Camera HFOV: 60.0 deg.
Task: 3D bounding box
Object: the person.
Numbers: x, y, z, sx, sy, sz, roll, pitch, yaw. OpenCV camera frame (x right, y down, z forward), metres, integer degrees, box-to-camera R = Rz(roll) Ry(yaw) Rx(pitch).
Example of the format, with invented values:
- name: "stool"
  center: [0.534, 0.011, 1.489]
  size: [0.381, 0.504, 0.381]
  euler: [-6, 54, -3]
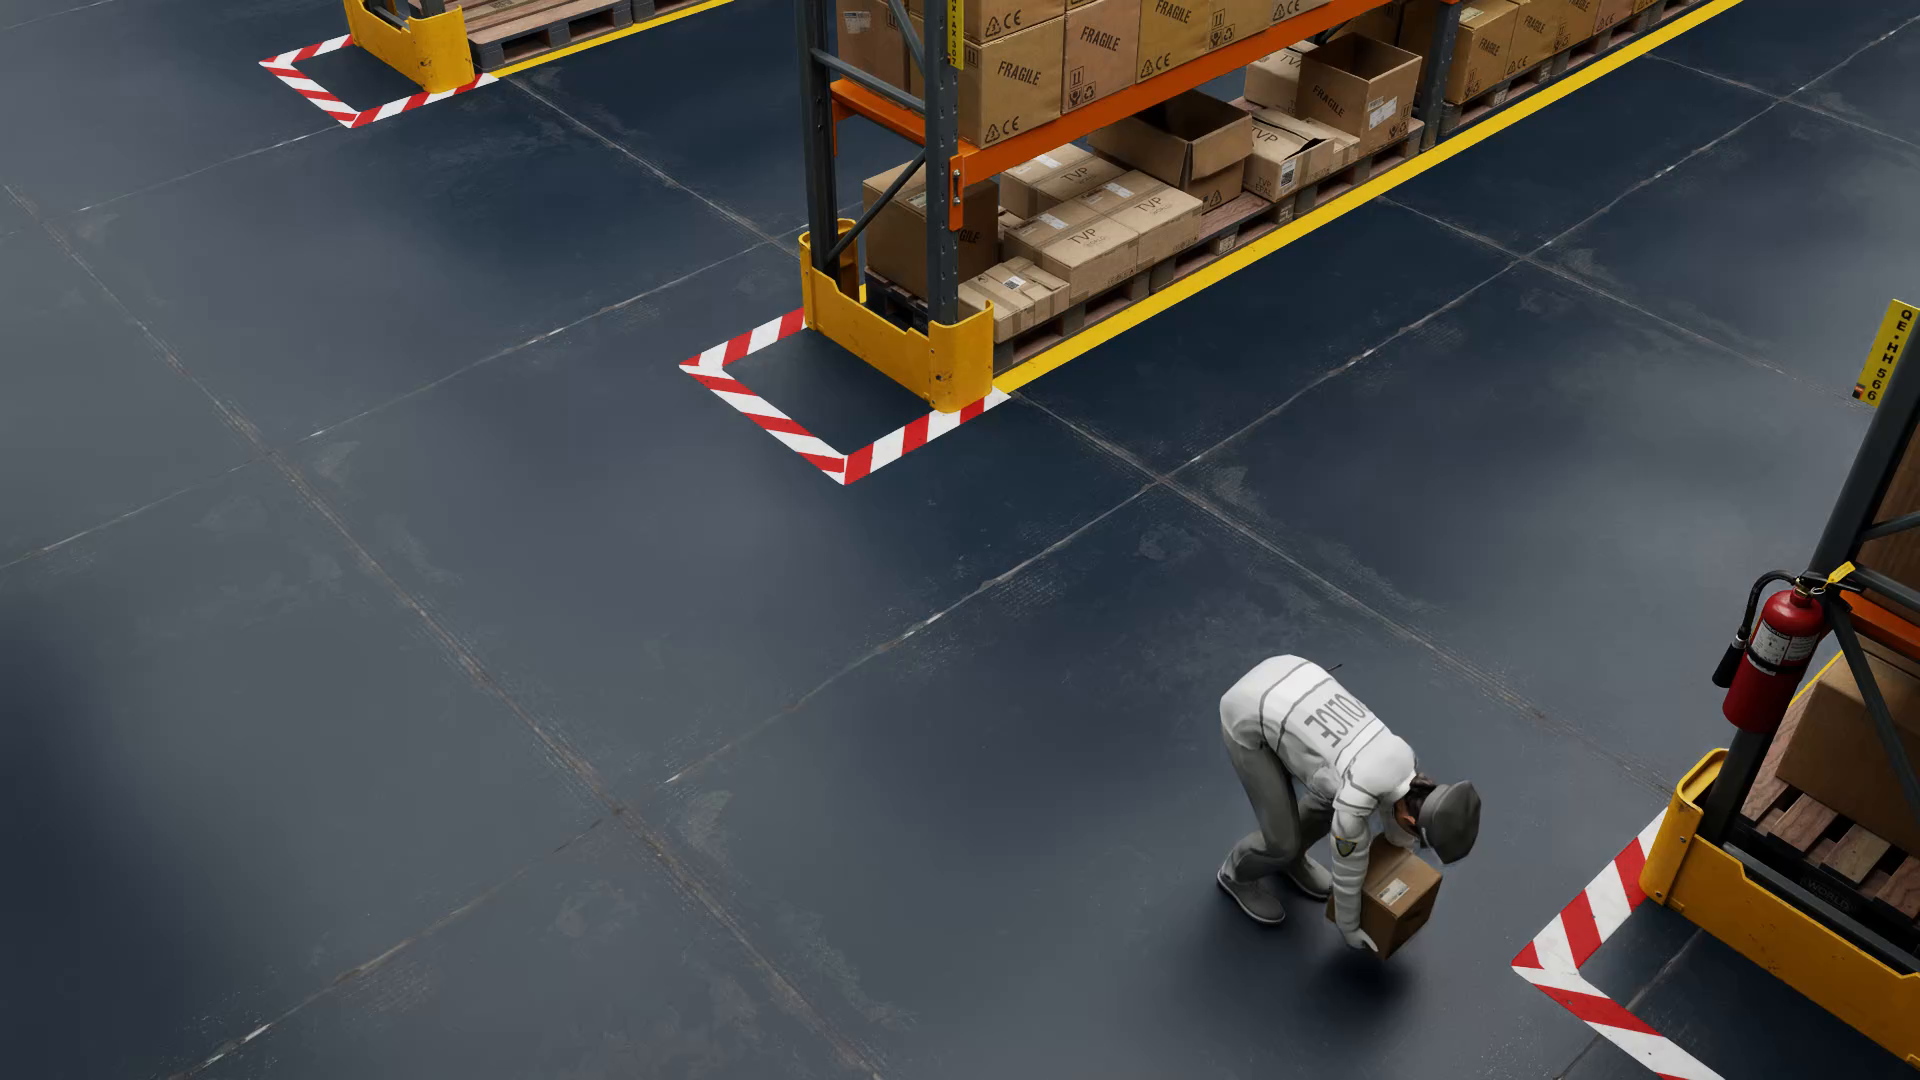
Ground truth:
- name: "person"
  center: [1.252, 0.942, 5.558]
  size: [0.912, 0.995, 0.426]
  euler: [33, 50, 33]
